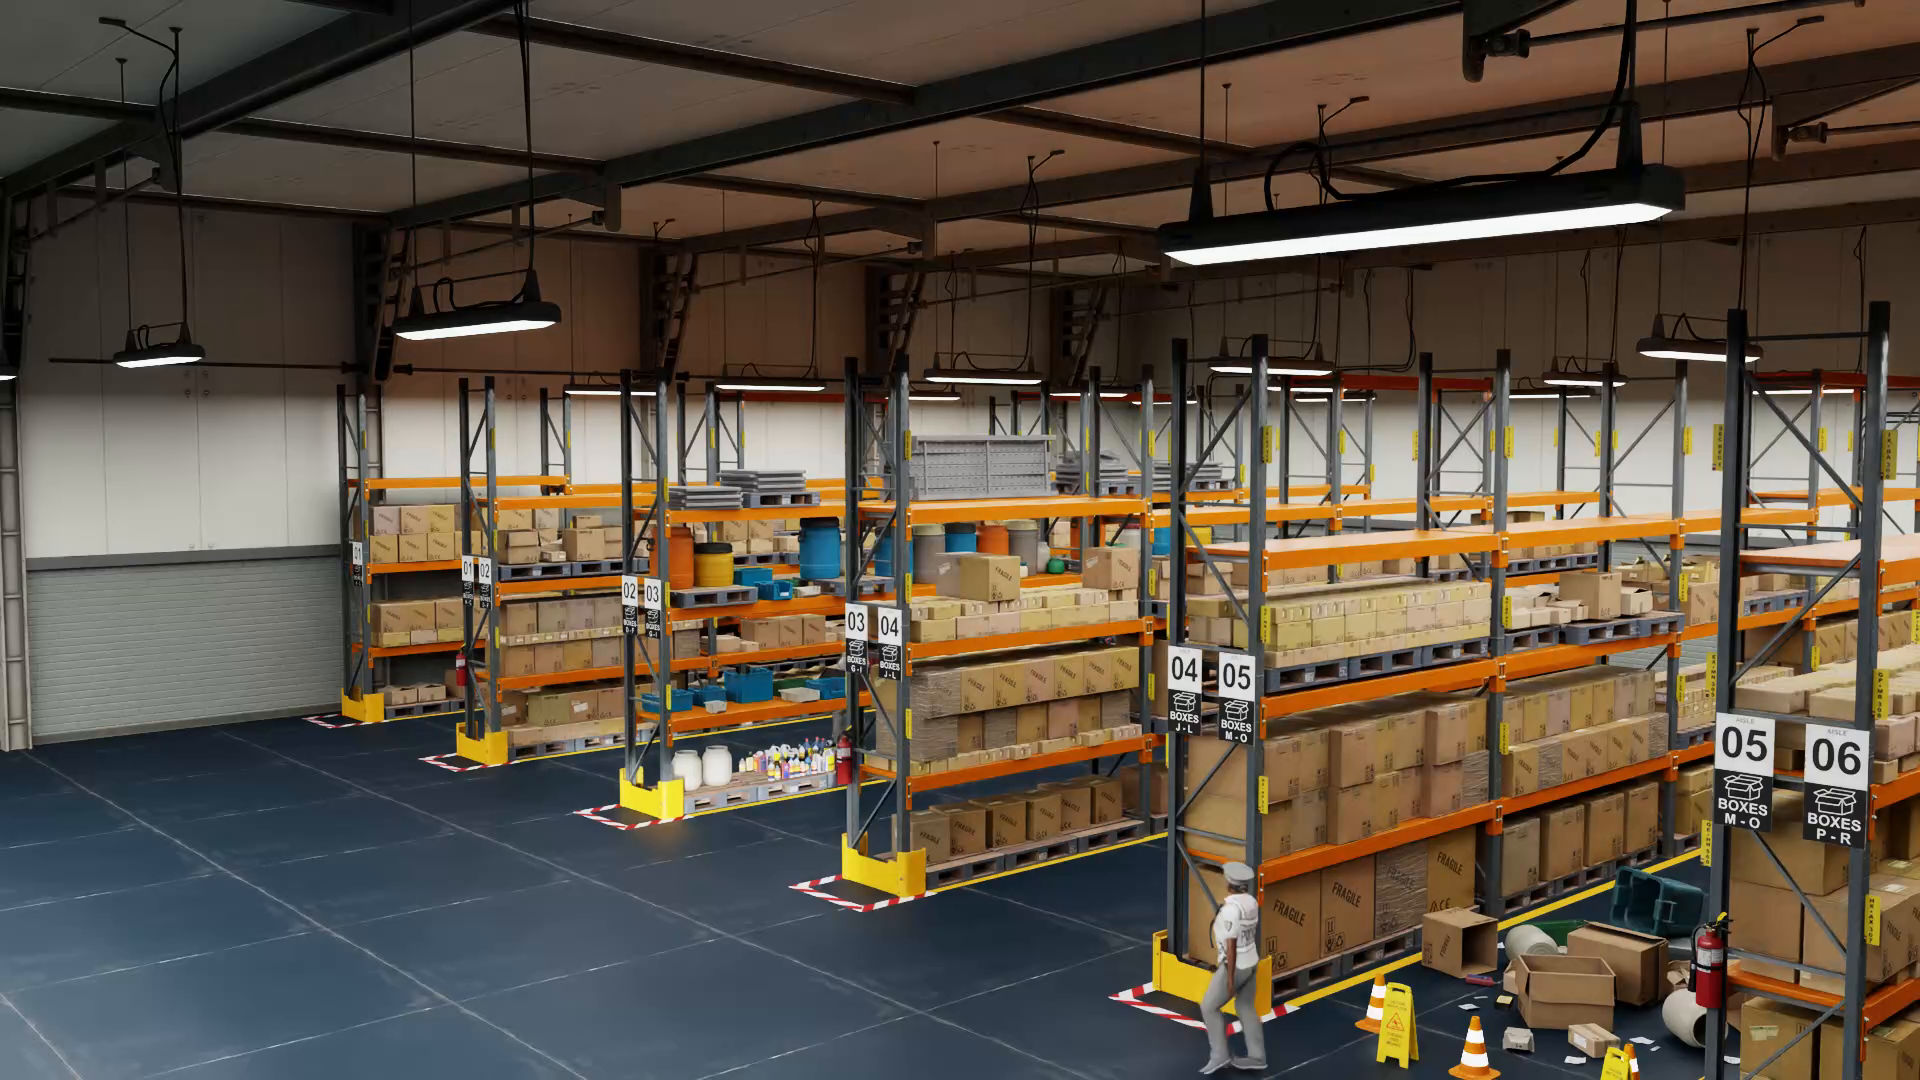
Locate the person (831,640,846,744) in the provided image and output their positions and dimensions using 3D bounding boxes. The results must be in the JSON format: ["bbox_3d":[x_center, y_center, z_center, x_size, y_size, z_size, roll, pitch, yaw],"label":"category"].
[{"bbox_3d":[-1.889,2.485,27.415,0.412,1.803,0.652,3,5,43],"label":"person"}]

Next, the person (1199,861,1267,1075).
[{"bbox_3d":[2.212,3.459,13.383,0.517,1.741,0.508,2,4,23],"label":"person"}]
